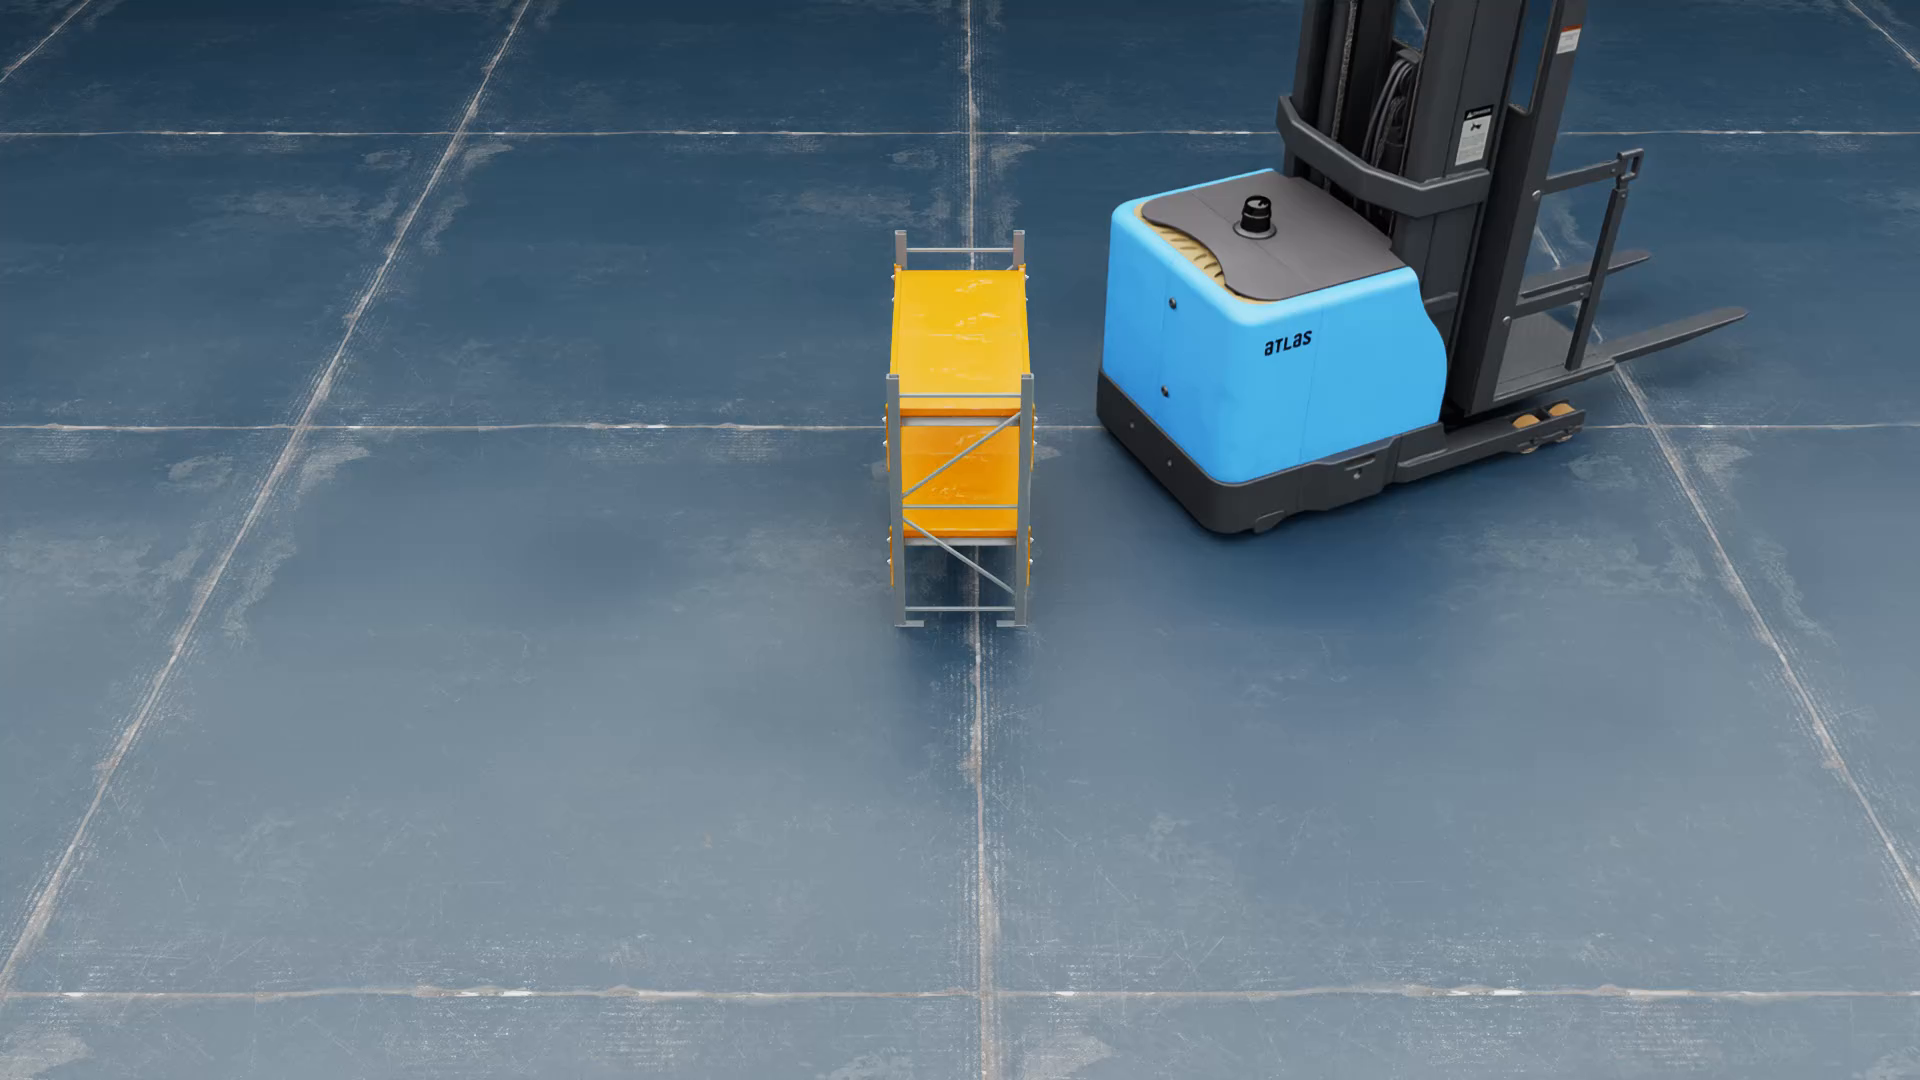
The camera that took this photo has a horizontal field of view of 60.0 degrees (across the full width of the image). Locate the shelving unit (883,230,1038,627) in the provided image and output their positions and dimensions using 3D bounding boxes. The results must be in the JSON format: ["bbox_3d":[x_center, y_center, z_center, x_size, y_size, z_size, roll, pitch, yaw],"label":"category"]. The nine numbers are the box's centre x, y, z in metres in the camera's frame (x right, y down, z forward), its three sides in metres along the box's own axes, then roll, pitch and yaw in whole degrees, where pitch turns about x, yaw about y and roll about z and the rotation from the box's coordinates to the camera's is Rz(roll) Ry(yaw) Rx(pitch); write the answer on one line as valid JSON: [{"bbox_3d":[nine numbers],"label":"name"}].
[{"bbox_3d":[0.000,-0.435,6.393,0.538,1.125,1.048,0,39,0],"label":"shelving unit"}]

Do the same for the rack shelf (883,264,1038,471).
[{"bbox_3d":[0.000,-0.663,6.210,0.538,0.278,1.000,0,39,0],"label":"rack shelf"}]

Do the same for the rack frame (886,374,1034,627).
[{"bbox_3d":[0.001,-0.117,5.996,0.500,1.125,0.032,0,39,0],"label":"rack frame"}]

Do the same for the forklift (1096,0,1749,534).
[{"bbox_3d":[2.155,-1.800,6.652,3.031,2.935,1.130,-17,42,-20],"label":"forklift"}]

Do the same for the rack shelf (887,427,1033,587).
[{"bbox_3d":[0.000,-0.244,6.546,0.538,0.278,1.000,0,39,0],"label":"rack shelf"}]

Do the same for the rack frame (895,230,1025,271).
[{"bbox_3d":[-0.001,-0.753,6.790,0.500,1.125,0.032,0,39,0],"label":"rack frame"}]
